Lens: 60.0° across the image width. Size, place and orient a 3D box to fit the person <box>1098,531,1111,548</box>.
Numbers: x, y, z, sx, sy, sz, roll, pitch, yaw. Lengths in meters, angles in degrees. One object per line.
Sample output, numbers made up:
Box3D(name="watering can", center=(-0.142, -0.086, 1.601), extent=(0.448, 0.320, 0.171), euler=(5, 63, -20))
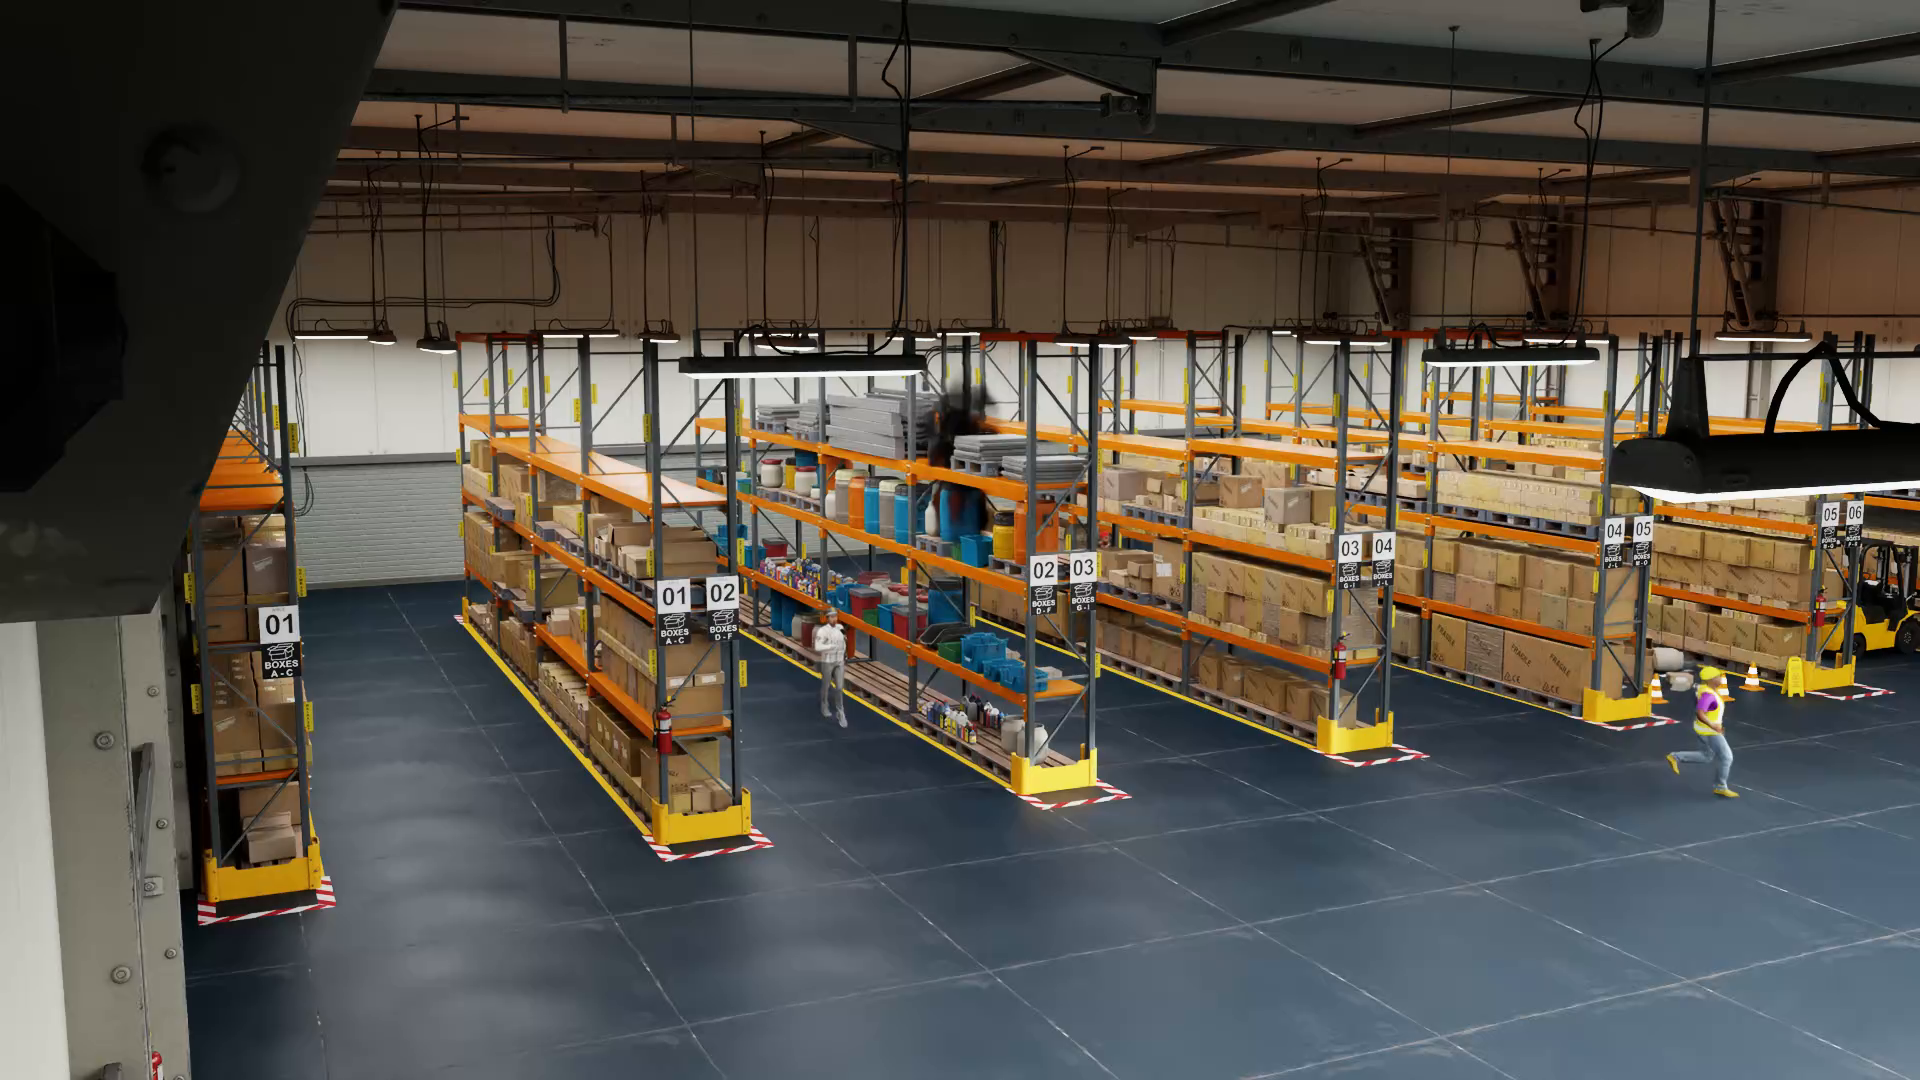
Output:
Box3D(name="person", center=(2.955, 0.669, 35.596), extent=(0.654, 1.788, 1.063), euler=(-4, 9, -25))

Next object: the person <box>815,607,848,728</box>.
Box3D(name="person", center=(-1.885, 1.878, 24.819), extent=(0.594, 1.795, 0.686), euler=(-4, 9, -26))

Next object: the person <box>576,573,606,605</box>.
Box3D(name="person", center=(-7.565, 0.865, 34.403), extent=(0.738, 1.687, 0.582), euler=(-5, 9, -31))

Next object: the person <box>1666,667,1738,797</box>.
Box3D(name="person", center=(9.888, 2.534, 22.070), extent=(0.903, 1.737, 0.693), euler=(2, 8, 11))
